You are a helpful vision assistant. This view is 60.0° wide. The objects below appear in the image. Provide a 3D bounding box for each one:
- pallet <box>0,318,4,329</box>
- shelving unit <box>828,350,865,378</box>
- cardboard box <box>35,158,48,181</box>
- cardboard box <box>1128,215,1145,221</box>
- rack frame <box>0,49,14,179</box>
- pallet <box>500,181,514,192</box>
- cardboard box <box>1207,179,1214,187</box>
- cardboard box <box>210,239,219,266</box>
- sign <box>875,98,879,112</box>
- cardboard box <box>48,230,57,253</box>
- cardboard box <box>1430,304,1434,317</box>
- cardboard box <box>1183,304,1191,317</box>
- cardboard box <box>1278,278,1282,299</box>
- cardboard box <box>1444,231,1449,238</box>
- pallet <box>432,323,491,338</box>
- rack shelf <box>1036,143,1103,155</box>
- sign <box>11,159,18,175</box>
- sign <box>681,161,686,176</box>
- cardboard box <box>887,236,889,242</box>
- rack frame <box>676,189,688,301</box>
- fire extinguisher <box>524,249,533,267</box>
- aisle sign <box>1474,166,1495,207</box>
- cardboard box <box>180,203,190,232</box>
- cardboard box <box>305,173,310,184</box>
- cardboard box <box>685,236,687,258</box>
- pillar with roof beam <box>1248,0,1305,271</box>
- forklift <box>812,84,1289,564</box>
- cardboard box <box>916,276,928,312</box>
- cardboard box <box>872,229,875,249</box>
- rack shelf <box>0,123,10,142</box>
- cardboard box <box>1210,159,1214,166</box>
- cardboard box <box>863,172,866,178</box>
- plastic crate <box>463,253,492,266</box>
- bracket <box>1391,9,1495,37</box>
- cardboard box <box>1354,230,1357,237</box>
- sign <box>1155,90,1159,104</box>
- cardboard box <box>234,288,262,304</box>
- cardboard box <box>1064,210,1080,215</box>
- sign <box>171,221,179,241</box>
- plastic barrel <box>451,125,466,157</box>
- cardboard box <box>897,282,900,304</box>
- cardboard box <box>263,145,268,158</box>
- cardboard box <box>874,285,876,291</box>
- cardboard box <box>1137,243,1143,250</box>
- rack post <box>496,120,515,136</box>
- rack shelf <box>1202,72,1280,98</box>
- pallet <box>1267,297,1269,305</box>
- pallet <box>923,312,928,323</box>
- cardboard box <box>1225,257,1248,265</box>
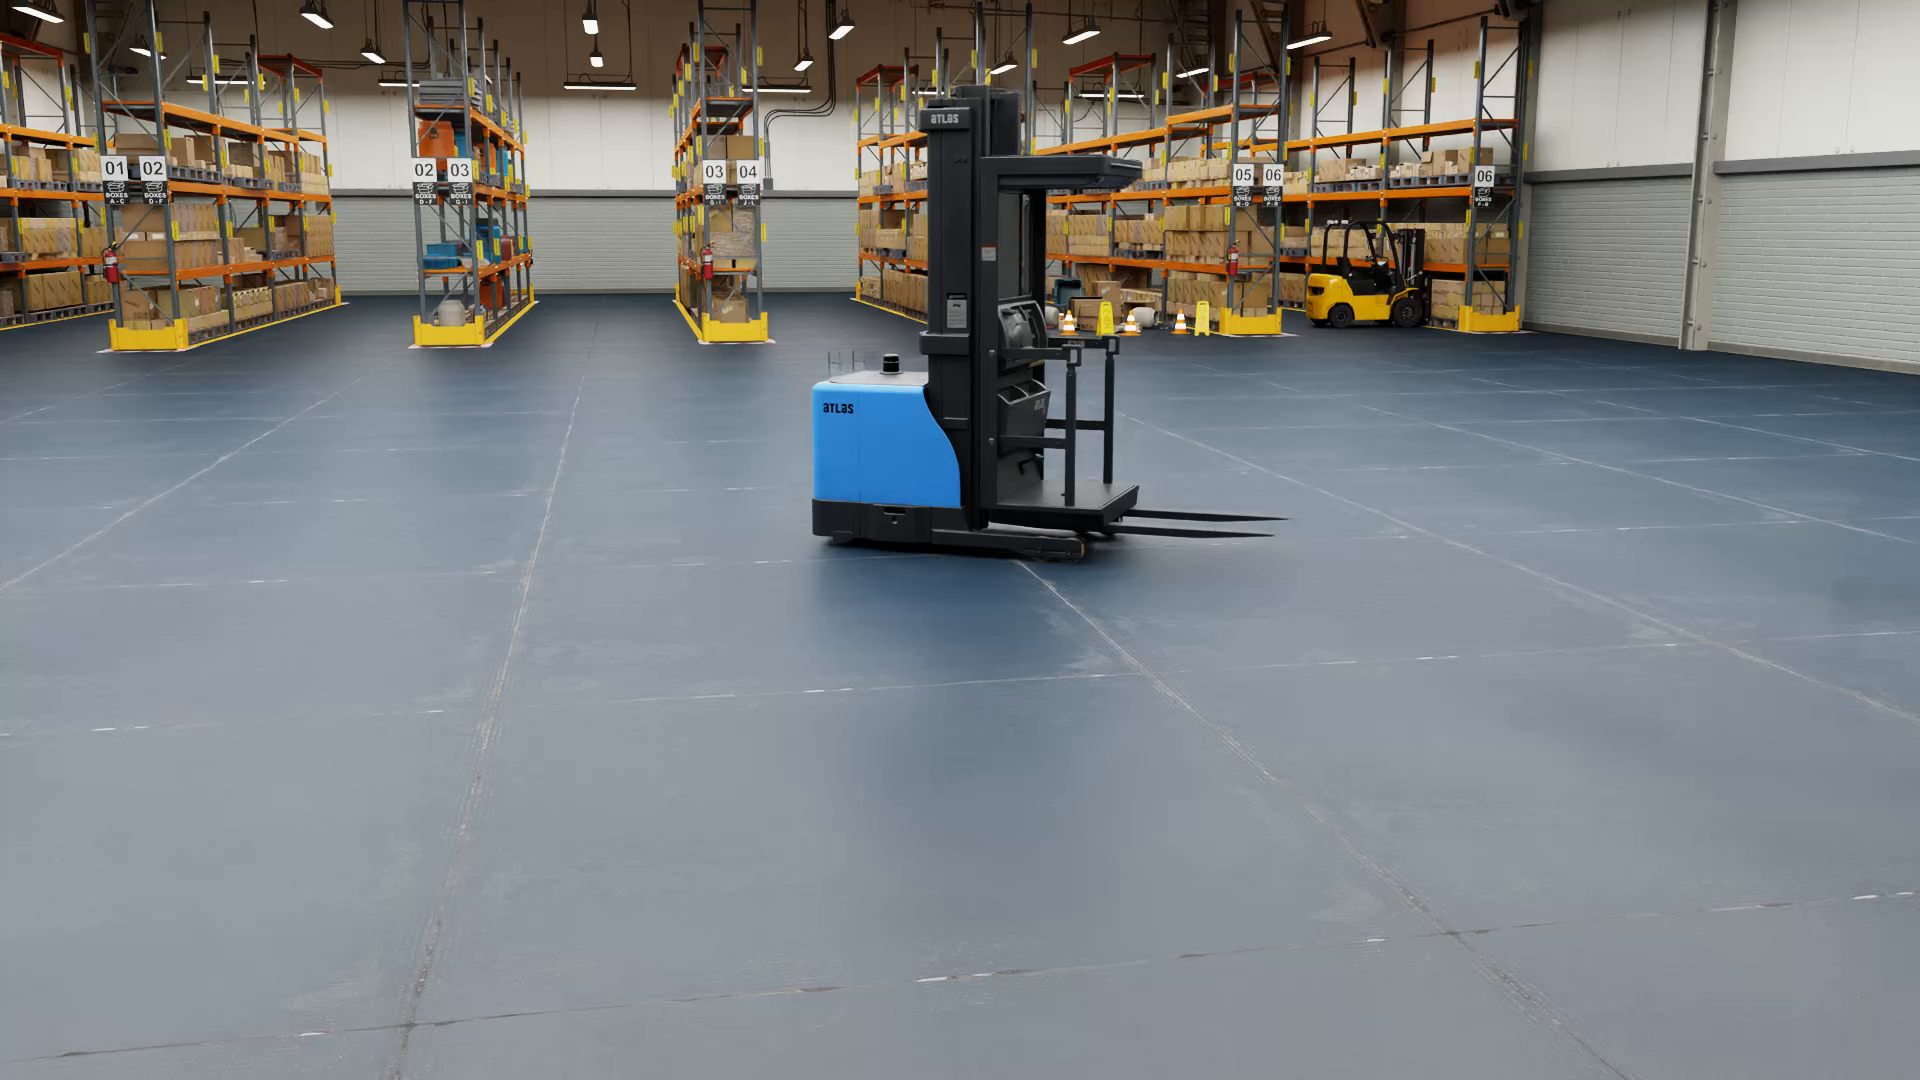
[{"bbox_3d":[-19.833,-4.290,33.172,1.003,0.211,1.213,-2,11,-11],"label":"pallet"},{"bbox_3d":[-0.795,-0.752,11.914,0.189,1.200,0.258,-6,11,-24],"label":"shelving unit"},{"bbox_3d":[-20.760,-8.234,36.969,0.700,0.500,0.500,-2,11,-12],"label":"cardboard box"},{"bbox_3d":[4.224,-7.567,39.990,0.500,0.500,0.500,-2,11,-13],"label":"cardboard box"},{"bbox_3d":[-20.217,-8.974,34.277,1.000,3.000,0.127,-2,11,-11],"label":"rack frame"},{"bbox_3d":[-10.552,-7.912,37.224,1.003,0.211,1.213,-2,11,-11],"label":"pallet"},{"bbox_3d":[5.114,-7.053,32.879,0.380,0.149,0.250,-2,11,-11],"label":"cardboard box"},{"bbox_3d":[-14.488,-5.442,31.498,0.700,0.500,0.500,-2,11,-12],"label":"cardboard box"},{"bbox_3d":[-2.070,-10.891,41.640,0.100,0.325,0.005,-2,11,-11],"label":"sign"},{"bbox_3d":[-20.358,-6.613,36.801,0.500,0.500,0.500,-2,11,-9],"label":"cardboard box"},{"bbox_3d":[9.927,-4.755,34.389,0.500,0.250,0.500,-2,11,-10],"label":"cardboard box"},{"bbox_3d":[4.928,-4.737,34.291,0.500,0.250,0.500,-2,11,-12],"label":"cardboard box"},{"bbox_3d":[8.344,-6.439,42.569,0.500,0.500,0.500,-3,11,-13],"label":"cardboard box"},{"bbox_3d":[10.055,-6.204,33.768,0.380,0.149,0.250,-2,11,-11],"label":"cardboard box"},{"bbox_3d":[-9.391,-3.935,31.304,1.003,0.211,1.213,-2,11,-11],"label":"pallet"},{"bbox_3d":[2.913,-10.425,44.896,1.077,0.370,4.000,-2,11,-11],"label":"rack shelf"},{"bbox_3d":[-19.685,-7.774,34.611,0.100,0.325,0.005,-2,11,-11],"label":"sign"},{"bbox_3d":[-6.187,-8.315,37.243,0.100,0.325,0.005,-2,11,-11],"label":"sign"},{"bbox_3d":[-1.552,-7.269,40.116,0.380,0.149,0.250,-2,11,-10],"label":"cardboard box"},{"bbox_3d":[-7.197,-8.034,45.386,1.000,3.000,0.127,-2,11,-11],"label":"rack frame"},{"bbox_3d":[-11.639,-7.677,44.714,0.296,0.674,0.183,-2,11,-11],"label":"fire extinguisher"},{"bbox_3d":[10.229,-6.896,32.451,0.394,0.787,0.004,-2,11,-11],"label":"aisle sign"},{"bbox_3d":[-14.098,-5.711,29.443,0.700,0.500,0.500,-2,11,-11],"label":"cardboard box"},{"bbox_3d":[-16.087,-8.777,40.327,0.500,0.250,0.500,-2,11,-11],"label":"cardboard box"},{"bbox_3d":[-6.175,-6.885,39.078,0.500,0.500,0.500,-2,11,-13],"label":"cardboard box"},{"bbox_3d":[4.696,-10.793,43.837,9.100,9.000,0.548,-2,11,-11],"label":"pillar with roof beam"},{"bbox_3d":[0.594,-1.402,10.722,3.031,2.935,1.130,4,11,19],"label":"forklift"},{"bbox_3d":[-0.371,-5.384,36.356,1.050,0.750,0.750,-2,11,-11],"label":"cardboard box"},{"bbox_3d":[-2.005,-7.832,43.258,0.500,0.500,0.500,-2,11,-13],"label":"cardboard box"},{"bbox_3d":[-19.828,-8.057,32.455,1.077,0.370,4.000,-2,11,-11],"label":"rack shelf"},{"bbox_3d":[5.161,-7.442,32.790,0.380,0.149,0.250,-2,11,-11],"label":"cardboard box"},{"bbox_3d":[-2.413,-9.825,44.772,0.380,0.149,0.250,-2,11,-10],"label":"cardboard box"},{"bbox_3d":[-9.240,-5.387,31.876,0.499,0.251,0.616,-2,11,-11],"label":"plastic crate"},{"bbox_3d":[10.322,-11.053,35.574,0.076,0.066,4.783,-2,11,-11],"label":"bracket"},{"bbox_3d":[9.207,-6.985,37.869,0.380,0.149,0.250,-2,11,-12],"label":"cardboard box"},{"bbox_3d":[4.610,-10.394,39.028,0.100,0.325,0.005,-2,11,-11],"label":"sign"},{"bbox_3d":[-14.813,-5.064,34.509,0.500,0.311,0.500,-2,11,-11],"label":"cardboard box"},{"bbox_3d":[2.930,-8.565,43.498,0.380,0.149,0.250,-2,11,-12],"label":"cardboard box"},{"bbox_3d":[-13.257,-5.224,28.091,0.100,0.325,0.005,-2,11,-11],"label":"sign"},{"bbox_3d":[-9.633,-7.393,31.531,0.600,0.901,0.708,-2,11,-11],"label":"plastic barrel"},{"bbox_3d":[-1.238,-5.914,39.807,0.500,0.500,0.500,-2,11,-9],"label":"cardboard box"},{"bbox_3d":[-15.636,-8.489,36.809,0.500,0.500,0.500,-2,11,-11],"label":"cardboard box"},{"bbox_3d":[-2.041,-6.558,43.338,0.380,0.149,0.250,-3,11,-13],"label":"cardboard box"},{"bbox_3d":[4.227,-6.646,37.640,0.380,0.149,0.250,-2,11,-9],"label":"cardboard box"},{"bbox_3d":[-10.759,-9.456,38.145,0.937,0.300,0.954,-1,11,-5],"label":"rack post"},{"bbox_3d":[7.781,-12.435,45.500,1.077,0.370,4.000,-2,11,-11],"label":"rack shelf"},{"bbox_3d":[8.365,-6.325,43.861,1.003,0.211,1.213,-2,11,-11],"label":"pallet"},{"bbox_3d":[-0.202,-4.764,35.663,1.003,0.211,1.213,-2,11,-11],"label":"pallet"},{"bbox_3d":[5.353,-5.398,32.205,0.380,0.149,0.250,-2,11,-9],"label":"cardboard box"}]
